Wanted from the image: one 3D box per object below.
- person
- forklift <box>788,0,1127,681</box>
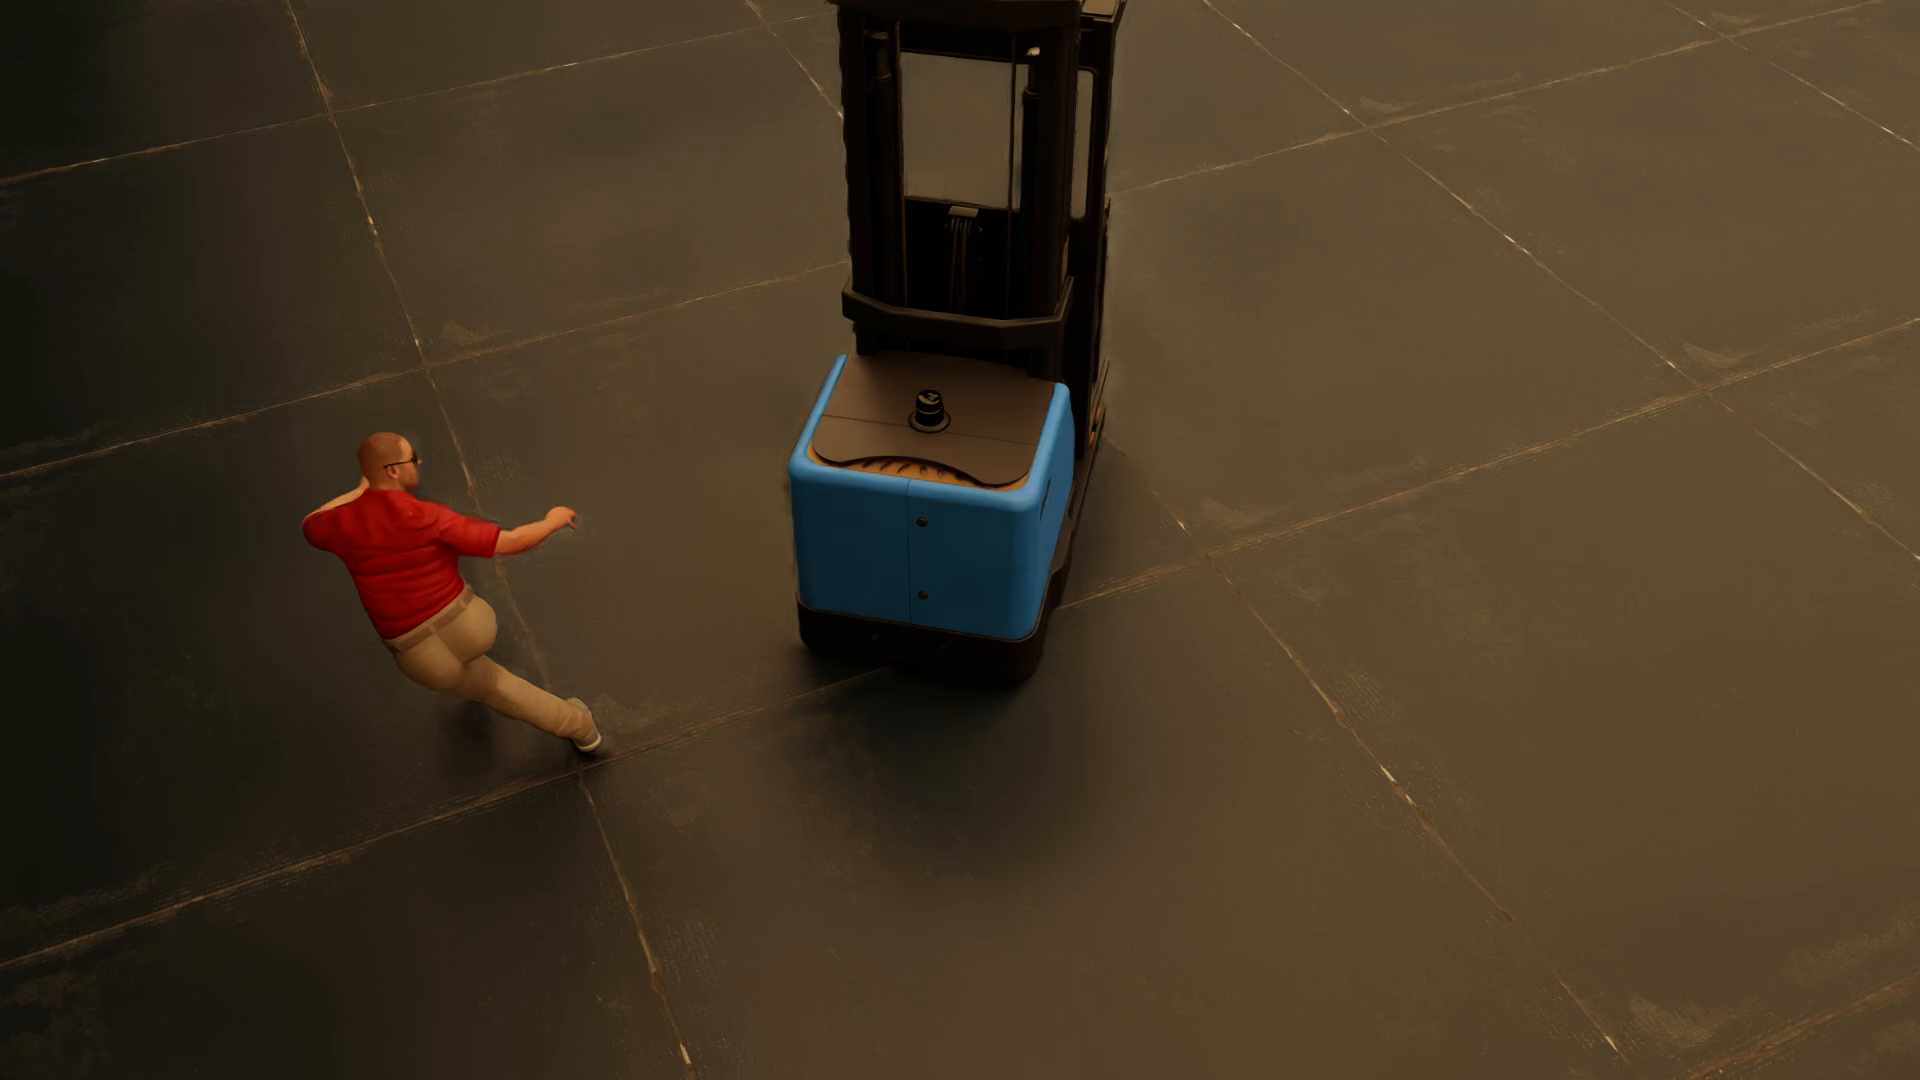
[{"bbox_3d":[-1.977,0.152,6.571,0.997,1.486,0.957,-18,46,-19],"label":"person"},{"bbox_3d":[0.115,-1.491,7.278,1.130,2.935,3.031,9,44,9],"label":"forklift"}]
